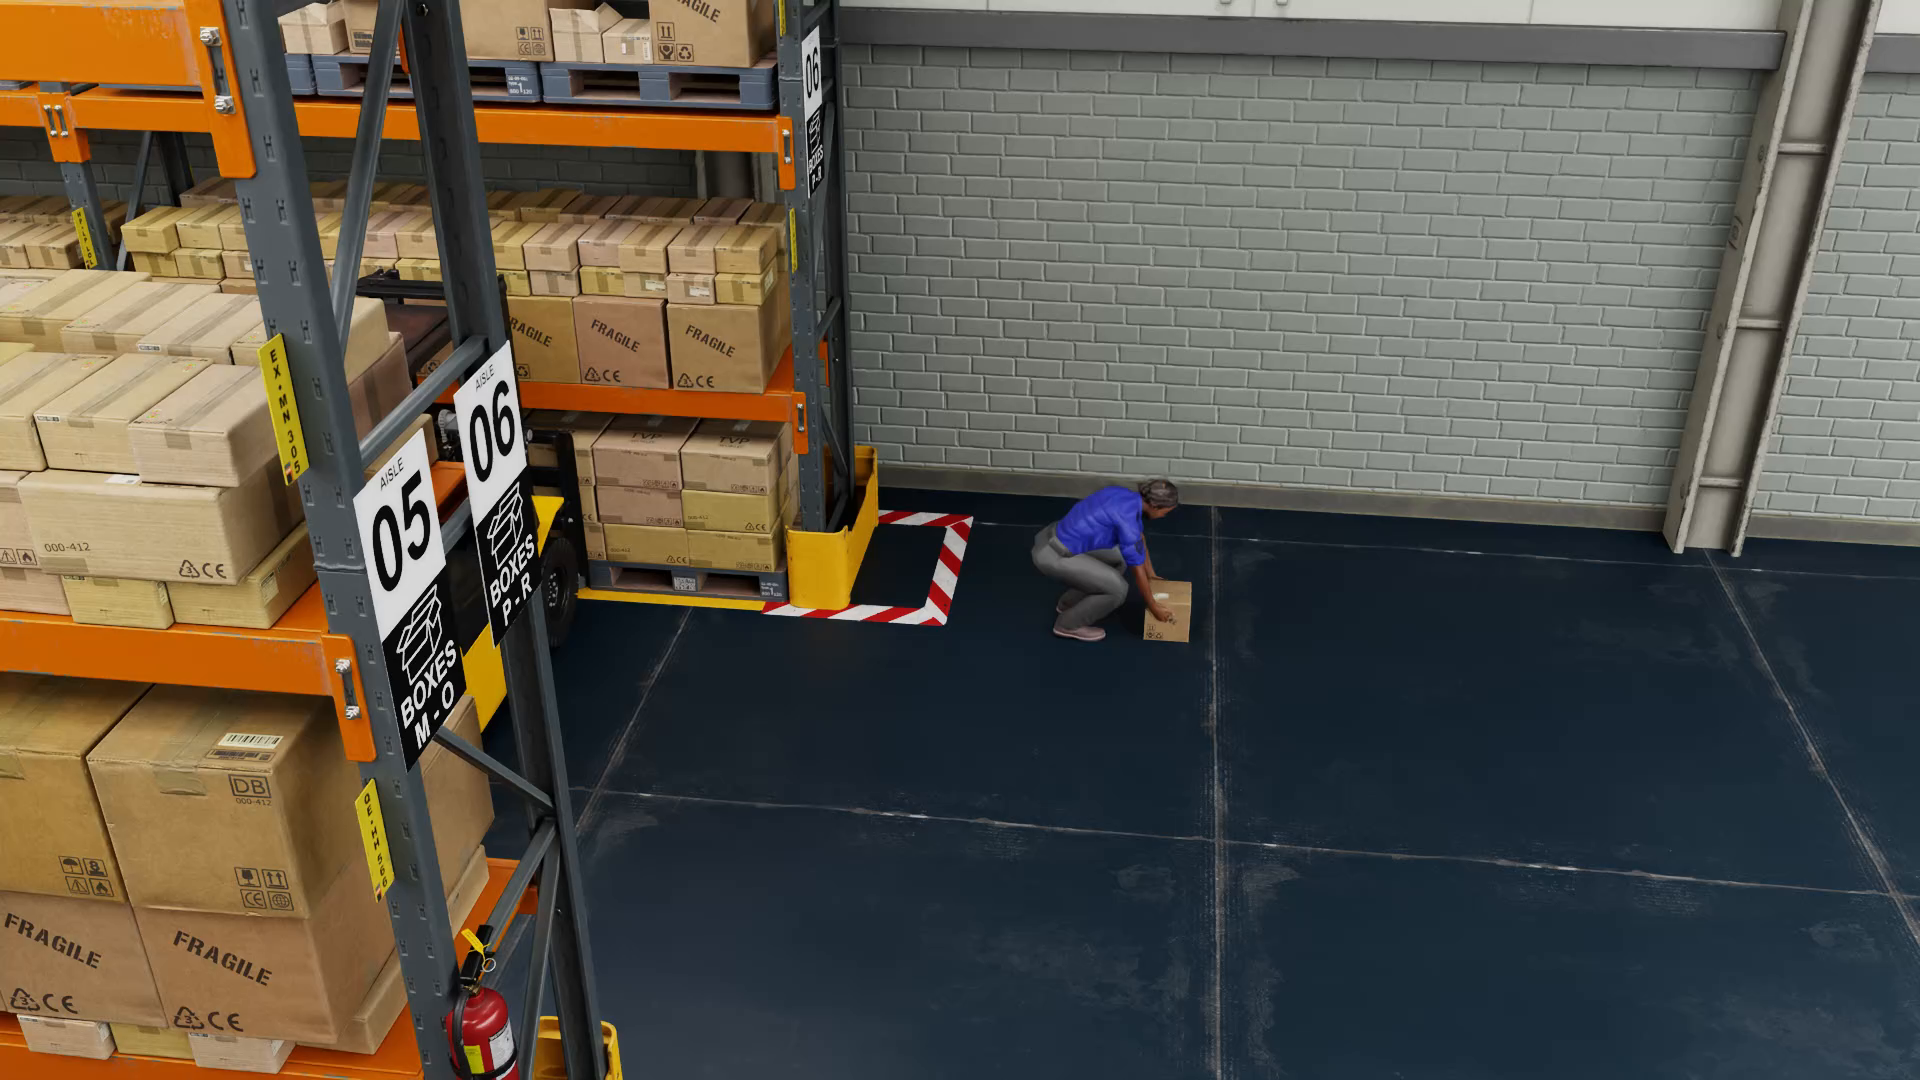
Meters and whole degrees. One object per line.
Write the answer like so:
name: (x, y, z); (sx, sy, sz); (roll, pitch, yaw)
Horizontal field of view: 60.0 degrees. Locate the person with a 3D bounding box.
person: (0.807, 0.083, 9.264); (0.807, 0.911, 0.483); (3, 29, 6)
